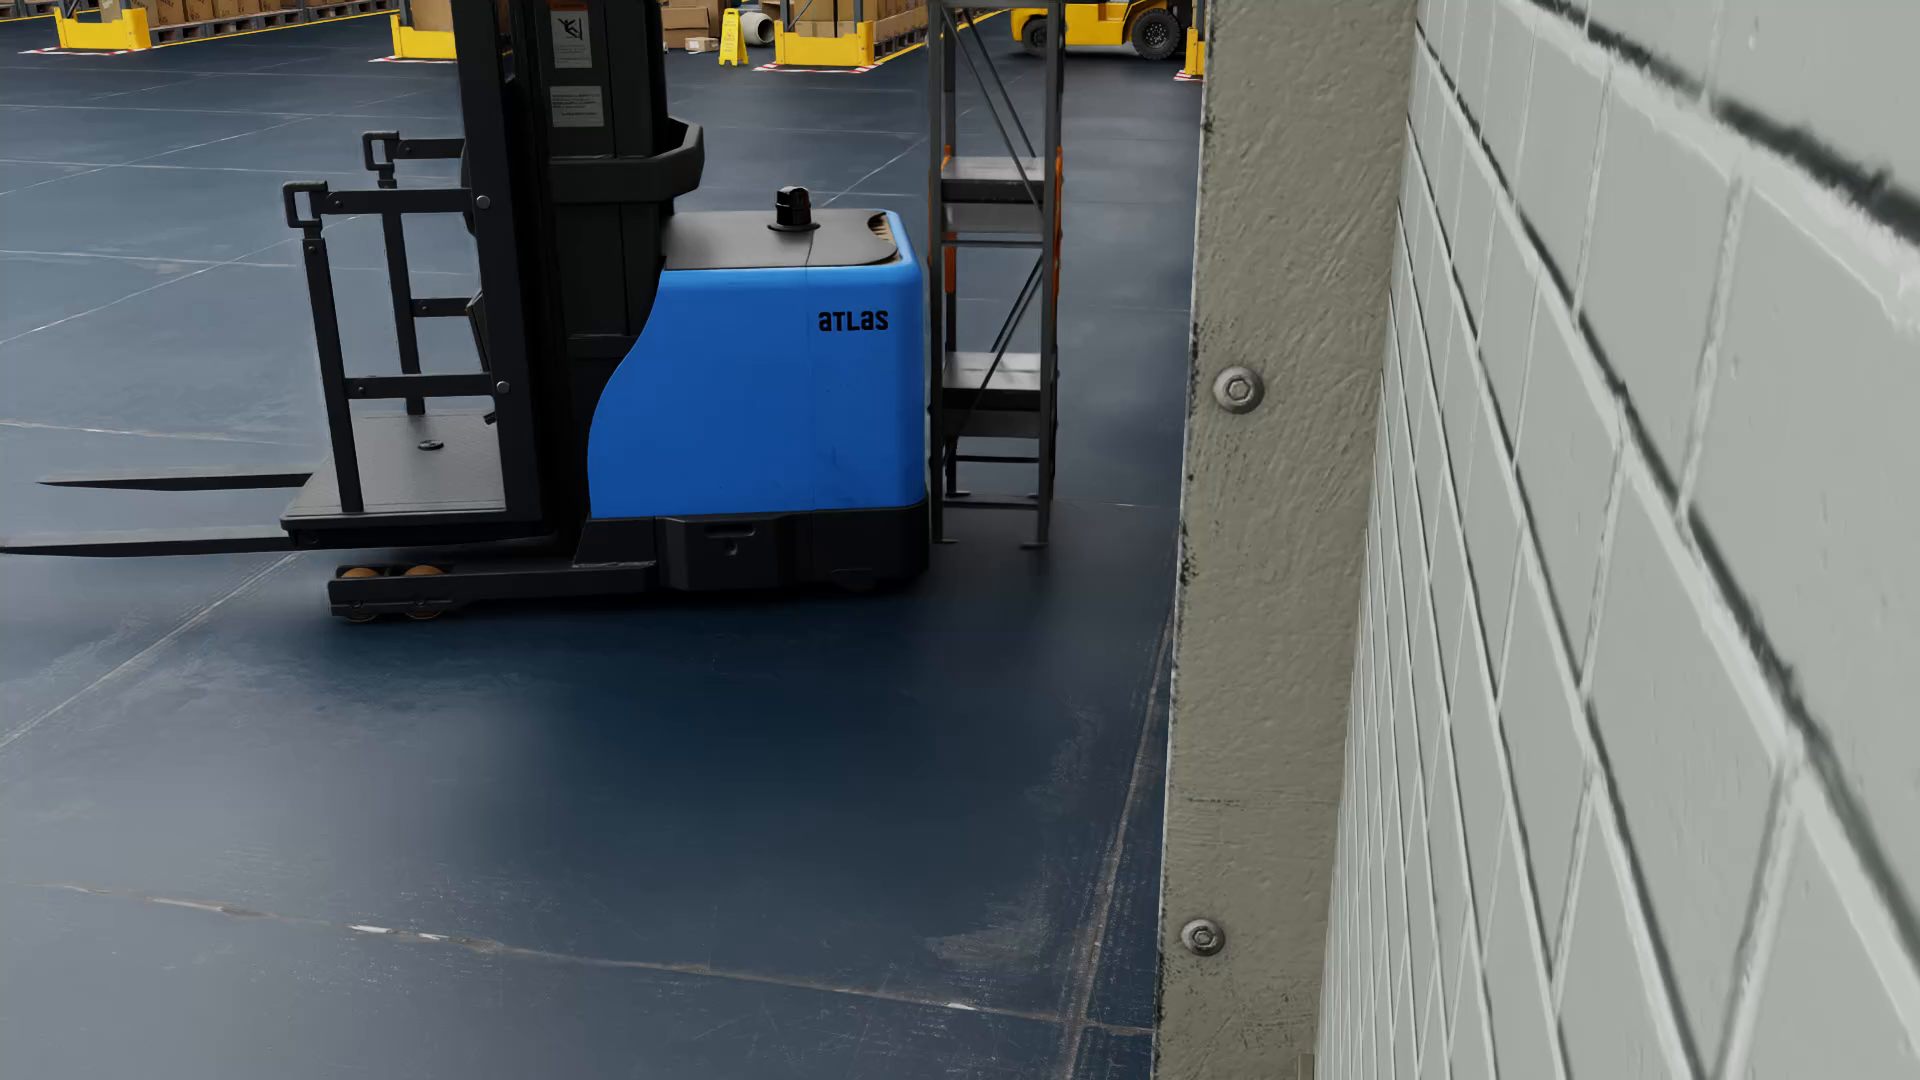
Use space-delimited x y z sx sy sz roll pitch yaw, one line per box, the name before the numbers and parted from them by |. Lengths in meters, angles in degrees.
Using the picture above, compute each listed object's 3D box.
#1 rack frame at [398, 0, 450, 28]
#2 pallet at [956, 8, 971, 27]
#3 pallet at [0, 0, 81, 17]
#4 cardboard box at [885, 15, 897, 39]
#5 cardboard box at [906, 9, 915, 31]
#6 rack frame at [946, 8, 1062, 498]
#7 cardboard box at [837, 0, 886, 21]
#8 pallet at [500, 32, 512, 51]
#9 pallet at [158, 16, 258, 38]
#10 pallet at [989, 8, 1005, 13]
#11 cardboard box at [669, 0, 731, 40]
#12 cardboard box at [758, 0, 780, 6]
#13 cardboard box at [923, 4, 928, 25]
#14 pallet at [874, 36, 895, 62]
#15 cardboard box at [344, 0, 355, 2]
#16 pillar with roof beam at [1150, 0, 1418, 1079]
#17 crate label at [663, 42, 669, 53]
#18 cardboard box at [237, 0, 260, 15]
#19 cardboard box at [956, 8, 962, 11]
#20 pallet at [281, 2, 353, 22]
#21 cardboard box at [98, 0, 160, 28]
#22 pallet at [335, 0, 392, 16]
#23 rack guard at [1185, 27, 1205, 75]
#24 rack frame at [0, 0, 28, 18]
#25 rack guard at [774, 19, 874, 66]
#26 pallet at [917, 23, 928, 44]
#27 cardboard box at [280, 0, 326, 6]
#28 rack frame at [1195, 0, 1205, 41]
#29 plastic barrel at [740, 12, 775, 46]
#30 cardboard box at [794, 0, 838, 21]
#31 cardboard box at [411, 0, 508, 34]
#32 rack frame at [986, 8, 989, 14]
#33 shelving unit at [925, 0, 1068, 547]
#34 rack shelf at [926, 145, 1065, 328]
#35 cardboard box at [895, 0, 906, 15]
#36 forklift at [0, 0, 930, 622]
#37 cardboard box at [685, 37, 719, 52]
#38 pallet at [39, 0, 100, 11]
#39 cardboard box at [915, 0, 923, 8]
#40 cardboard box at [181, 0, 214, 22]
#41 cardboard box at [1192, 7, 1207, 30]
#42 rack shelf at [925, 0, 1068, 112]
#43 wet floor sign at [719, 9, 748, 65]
rack frame | -6.524 -7.497 20.442 1.000 3.000 0.127 4 22 11
pallet | -0.437 -8.058 25.568 1.003 0.211 1.213 4 22 11
pallet | -15.269 -8.749 27.283 1.003 0.211 1.213 4 22 11
cardboard box | -1.111 -6.536 21.174 0.500 0.250 0.500 5 23 13
cardboard box | -0.906 -6.921 22.130 0.500 0.250 0.500 5 22 12
rack frame | 0.150 -1.140 5.861 0.400 2.100 0.015 2 22 5
cardboard box | -1.218 -6.706 20.593 0.500 0.500 0.500 4 22 9
pallet | -6.438 -6.502 21.704 1.003 0.211 1.213 4 22 11
pallet | -10.892 -7.386 23.898 1.003 0.211 1.213 4 22 11
pallet | 0.209 -9.071 28.084 1.003 0.211 1.213 4 22 11
cardboard box | -3.595 -7.240 22.963 0.797 0.637 0.503 4 22 11
cardboard box | -2.590 -7.936 23.864 0.500 0.500 0.500 4 22 11
cardboard box | -0.699 -7.302 23.076 0.500 0.250 0.500 5 23 13
pallet | -1.442 -6.185 20.917 1.003 0.211 1.213 4 22 11
cardboard box | -10.167 -9.020 26.981 0.700 0.500 0.500 3 22 6
pillar with roof beam | -3.661 -3.493 2.471 9.100 9.000 0.400 4 22 11
crate label | -3.889 -6.337 21.393 0.250 0.136 0.298 -7 23 -17
cardboard box | -10.773 -8.057 24.616 0.500 0.500 0.500 12 25 28
cardboard box | -0.453 -8.305 25.403 0.950 0.372 0.625 5 23 13
pallet | -10.385 -8.366 26.333 1.003 0.211 1.213 4 22 11
cardboard box | -11.215 -7.174 22.425 0.500 0.500 0.500 9 24 21
pallet | -10.139 -8.814 27.444 1.003 0.211 1.213 4 22 11
rack guard | 3.198 -5.611 19.106 1.175 0.500 0.348 4 22 11
rack frame | -15.392 -9.752 26.042 1.000 3.000 0.127 4 22 11
rack guard | -1.642 -6.025 20.132 1.175 0.500 0.348 4 22 11
pallet | -0.944 -7.078 23.133 1.003 0.211 1.213 4 22 11
cardboard box | -10.397 -8.642 26.043 0.700 0.500 0.500 3 22 7
rack frame | 3.202 -6.780 18.660 1.000 3.000 0.127 4 22 11
plastic barrel | -2.718 -6.832 22.240 0.421 0.421 0.512 -16 27 -35
cardboard box | -1.749 -6.737 20.669 0.500 0.500 0.500 5 22 11
cardboard box | -6.450 -6.959 21.388 0.875 0.875 0.875 5 22 11
rack frame | -0.025 -10.082 26.861 1.000 3.000 0.127 4 22 11
shelving unit | 0.127 -1.049 5.636 0.431 2.100 0.503 2 22 5
rack shelf | 0.127 -1.036 5.641 0.431 0.518 0.480 2 22 5
cardboard box | -1.005 -7.081 21.523 0.500 0.500 0.500 5 22 12
forklift | -1.650 -1.310 5.171 3.031 2.935 1.130 -2 22 -6
cardboard box | -3.368 -6.467 21.701 0.380 0.149 0.250 18 28 38
pallet | -15.023 -9.197 28.395 1.003 0.211 1.213 4 22 11
cardboard box | -0.801 -7.464 22.474 0.500 0.500 0.500 5 22 12
cardboard box | -10.981 -7.623 23.539 0.500 0.500 0.500 7 23 16
cardboard box | 2.996 -6.133 19.503 0.500 0.250 0.500 4 22 10
rack shelf | 0.127 -1.686 5.380 0.431 0.518 0.480 2 22 5
wet floor sign | -2.744 -6.077 20.066 0.267 0.644 0.232 13 25 29
